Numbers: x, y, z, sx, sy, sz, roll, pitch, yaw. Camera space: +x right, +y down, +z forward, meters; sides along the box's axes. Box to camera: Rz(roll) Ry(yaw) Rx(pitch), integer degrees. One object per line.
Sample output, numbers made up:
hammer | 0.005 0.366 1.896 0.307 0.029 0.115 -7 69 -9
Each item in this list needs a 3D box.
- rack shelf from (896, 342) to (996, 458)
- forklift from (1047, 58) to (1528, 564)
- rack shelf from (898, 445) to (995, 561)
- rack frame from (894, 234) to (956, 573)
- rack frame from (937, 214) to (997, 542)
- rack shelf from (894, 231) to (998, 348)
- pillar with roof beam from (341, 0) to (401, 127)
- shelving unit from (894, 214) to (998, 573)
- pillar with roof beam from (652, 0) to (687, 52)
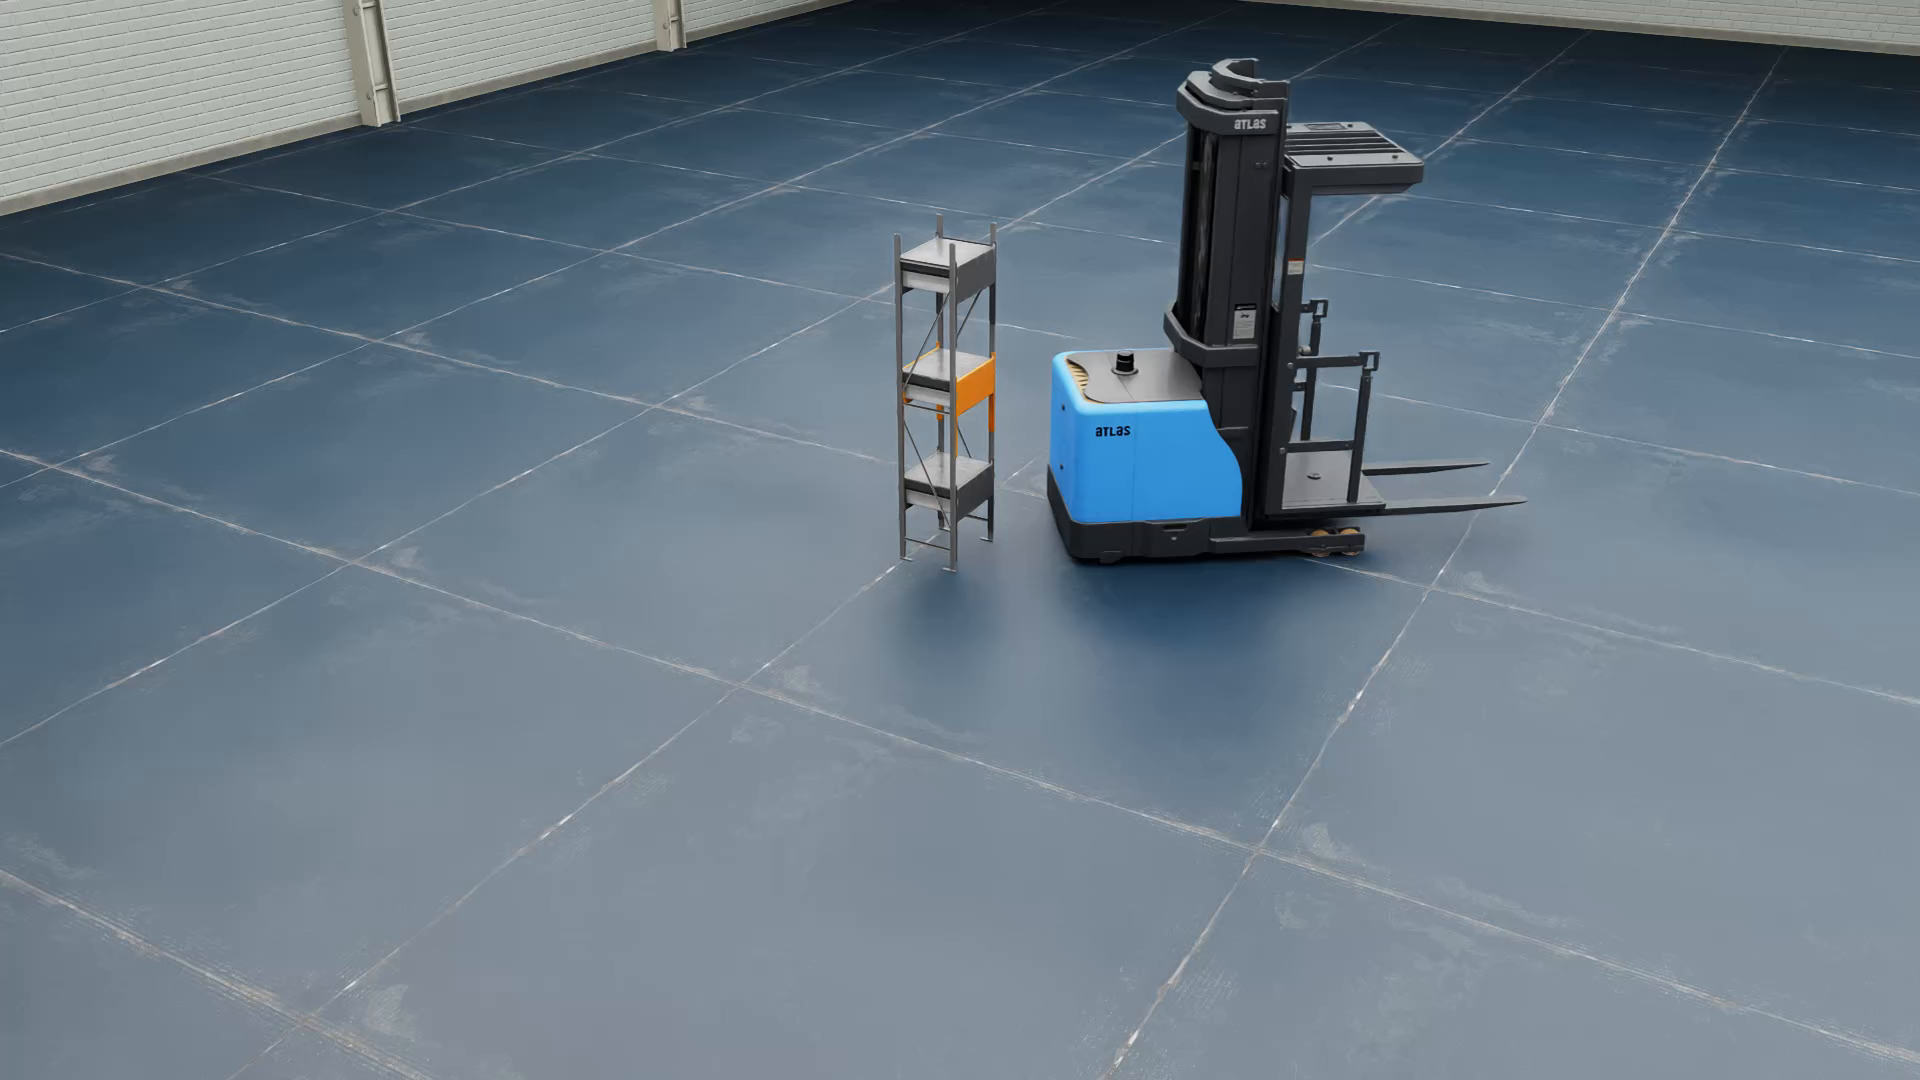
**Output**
rack shelf | -0.081 -0.862 10.157 0.431 0.518 0.480 14 30 26
forklift | 2.137 -1.435 10.343 3.031 2.935 1.130 -3 27 -6
rack shelf | -0.081 -0.236 10.471 0.431 0.518 0.480 14 30 26
rack frame | -0.201 -0.779 9.961 0.400 2.100 0.015 14 30 26
rack frame | 0.039 -0.970 10.341 0.400 2.100 0.015 14 30 26
rack shelf | -0.081 -1.488 9.844 0.431 0.518 0.480 14 30 26
pillar with roof beam | -3.760 -8.491 17.660 9.100 9.000 0.400 14 30 26
shelving unit | -0.081 -0.874 10.151 0.431 2.100 0.503 14 30 26
pillar with roof beam | -0.809 -10.830 22.331 9.100 9.000 0.400 14 30 26
